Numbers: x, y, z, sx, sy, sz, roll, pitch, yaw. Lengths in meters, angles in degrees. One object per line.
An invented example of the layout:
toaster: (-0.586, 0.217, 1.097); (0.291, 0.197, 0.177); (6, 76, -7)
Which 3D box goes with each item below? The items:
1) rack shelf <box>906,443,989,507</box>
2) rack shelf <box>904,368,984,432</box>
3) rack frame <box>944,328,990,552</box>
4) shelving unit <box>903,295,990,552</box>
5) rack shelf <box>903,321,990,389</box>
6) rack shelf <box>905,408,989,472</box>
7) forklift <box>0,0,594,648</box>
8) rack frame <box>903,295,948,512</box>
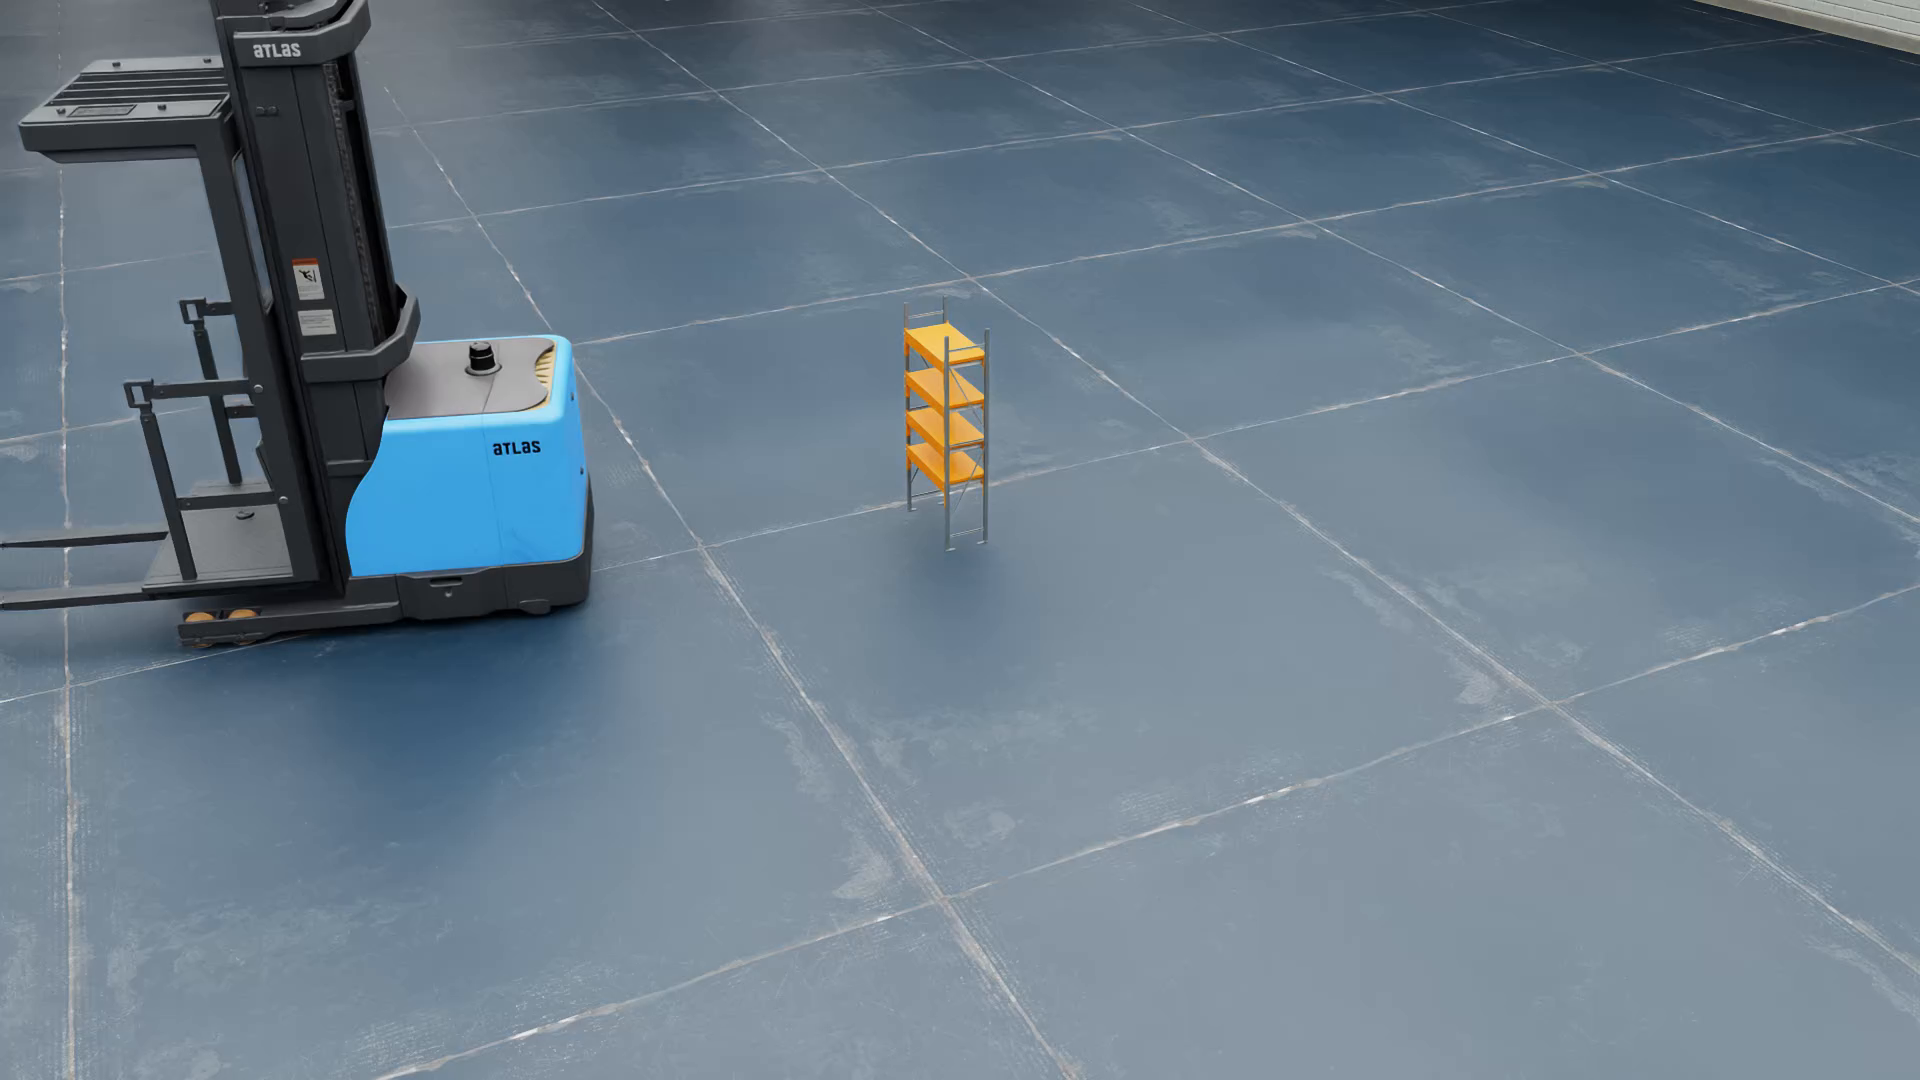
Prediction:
rack shelf: (-0.071, -0.365, 8.717); (0.258, 0.148, 0.480); (-13, 32, -22)
rack shelf: (-0.071, -0.733, 8.510); (0.258, 0.148, 0.480); (-13, 32, -22)
rack frame: (0.034, -0.489, 8.395); (0.240, 1.200, 0.015); (-13, 32, -22)
shelving unit: (-0.071, -0.596, 8.587); (0.258, 1.200, 0.503); (-13, 32, -22)
rack shelf: (-0.071, -0.939, 8.395); (0.258, 0.148, 0.480); (-13, 32, -22)
rack shelf: (-0.071, -0.538, 8.620); (0.258, 0.148, 0.480); (-13, 32, -22)
forklift: (-3.380, -1.046, 7.618); (3.031, 2.935, 1.130); (-5, 30, -8)
rack frame: (-0.176, -0.704, 8.779); (0.240, 1.200, 0.015); (-13, 32, -22)
